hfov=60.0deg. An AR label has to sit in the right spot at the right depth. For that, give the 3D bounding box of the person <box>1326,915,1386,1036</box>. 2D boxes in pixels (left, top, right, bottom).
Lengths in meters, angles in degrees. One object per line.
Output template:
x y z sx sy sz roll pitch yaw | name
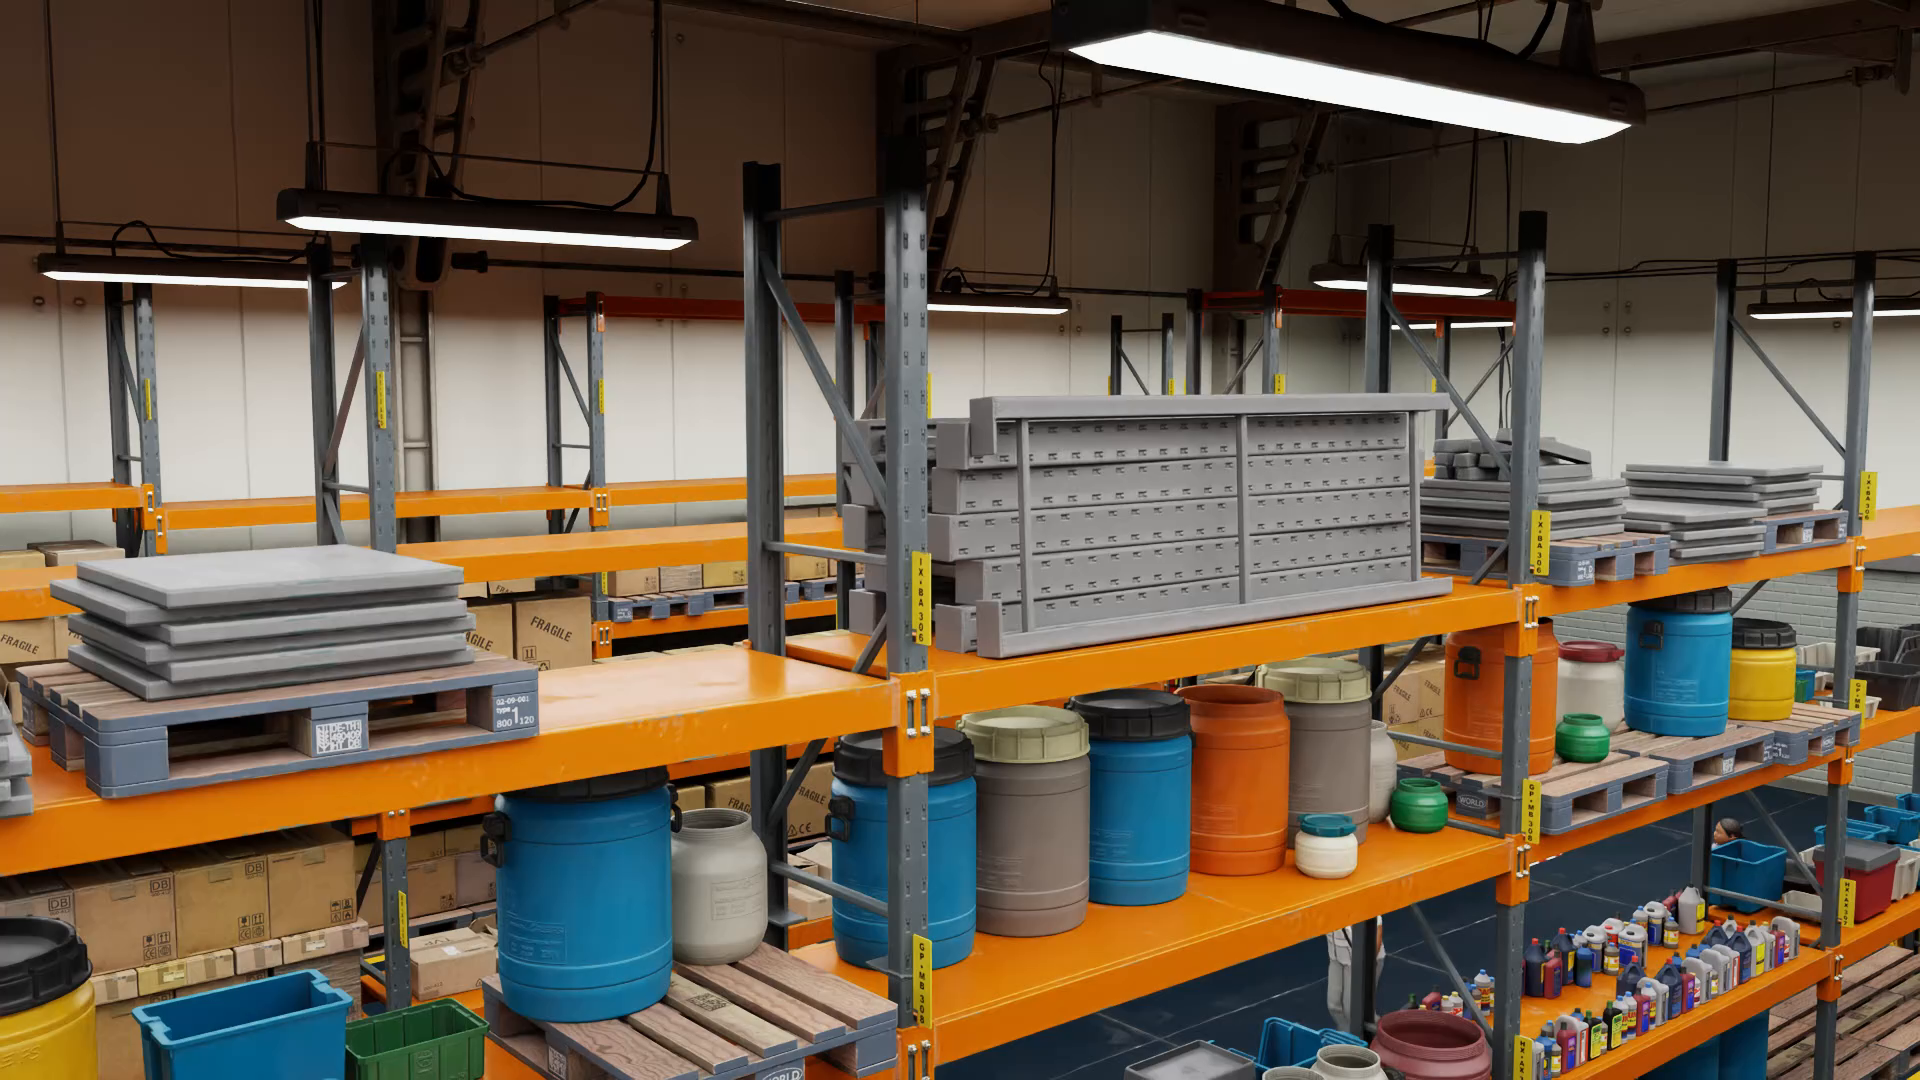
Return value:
2.987 3.155 12.502 0.535 1.647 0.553 -2 6 -21 | person

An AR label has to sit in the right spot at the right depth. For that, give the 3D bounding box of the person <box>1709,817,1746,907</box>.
6.204 3.050 13.650 1.030 1.588 0.564 -2 6 -22 | person
